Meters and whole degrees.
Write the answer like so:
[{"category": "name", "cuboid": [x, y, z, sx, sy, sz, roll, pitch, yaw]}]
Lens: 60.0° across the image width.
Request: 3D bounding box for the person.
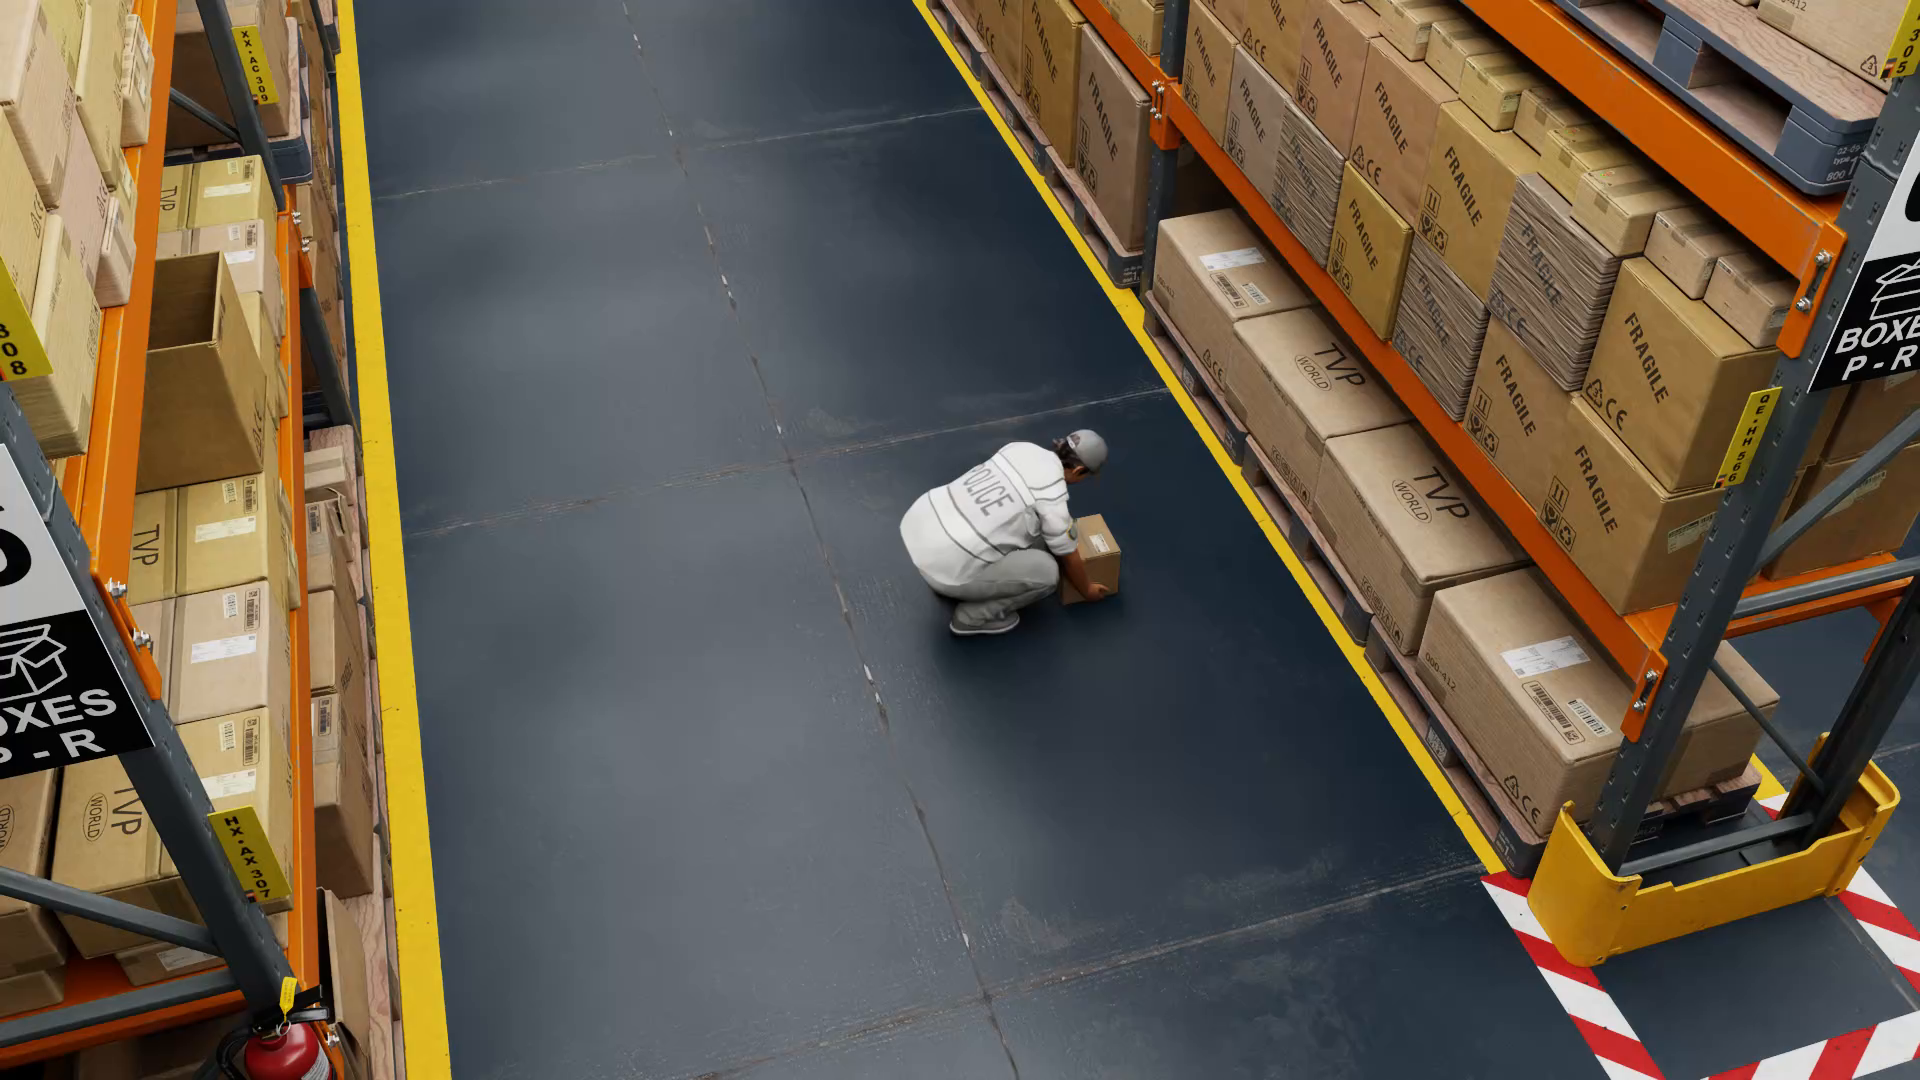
[{"category": "person", "cuboid": [0.198, -0.032, 6.880, 0.881, 0.807, 0.531, -12, 44, -13]}]
